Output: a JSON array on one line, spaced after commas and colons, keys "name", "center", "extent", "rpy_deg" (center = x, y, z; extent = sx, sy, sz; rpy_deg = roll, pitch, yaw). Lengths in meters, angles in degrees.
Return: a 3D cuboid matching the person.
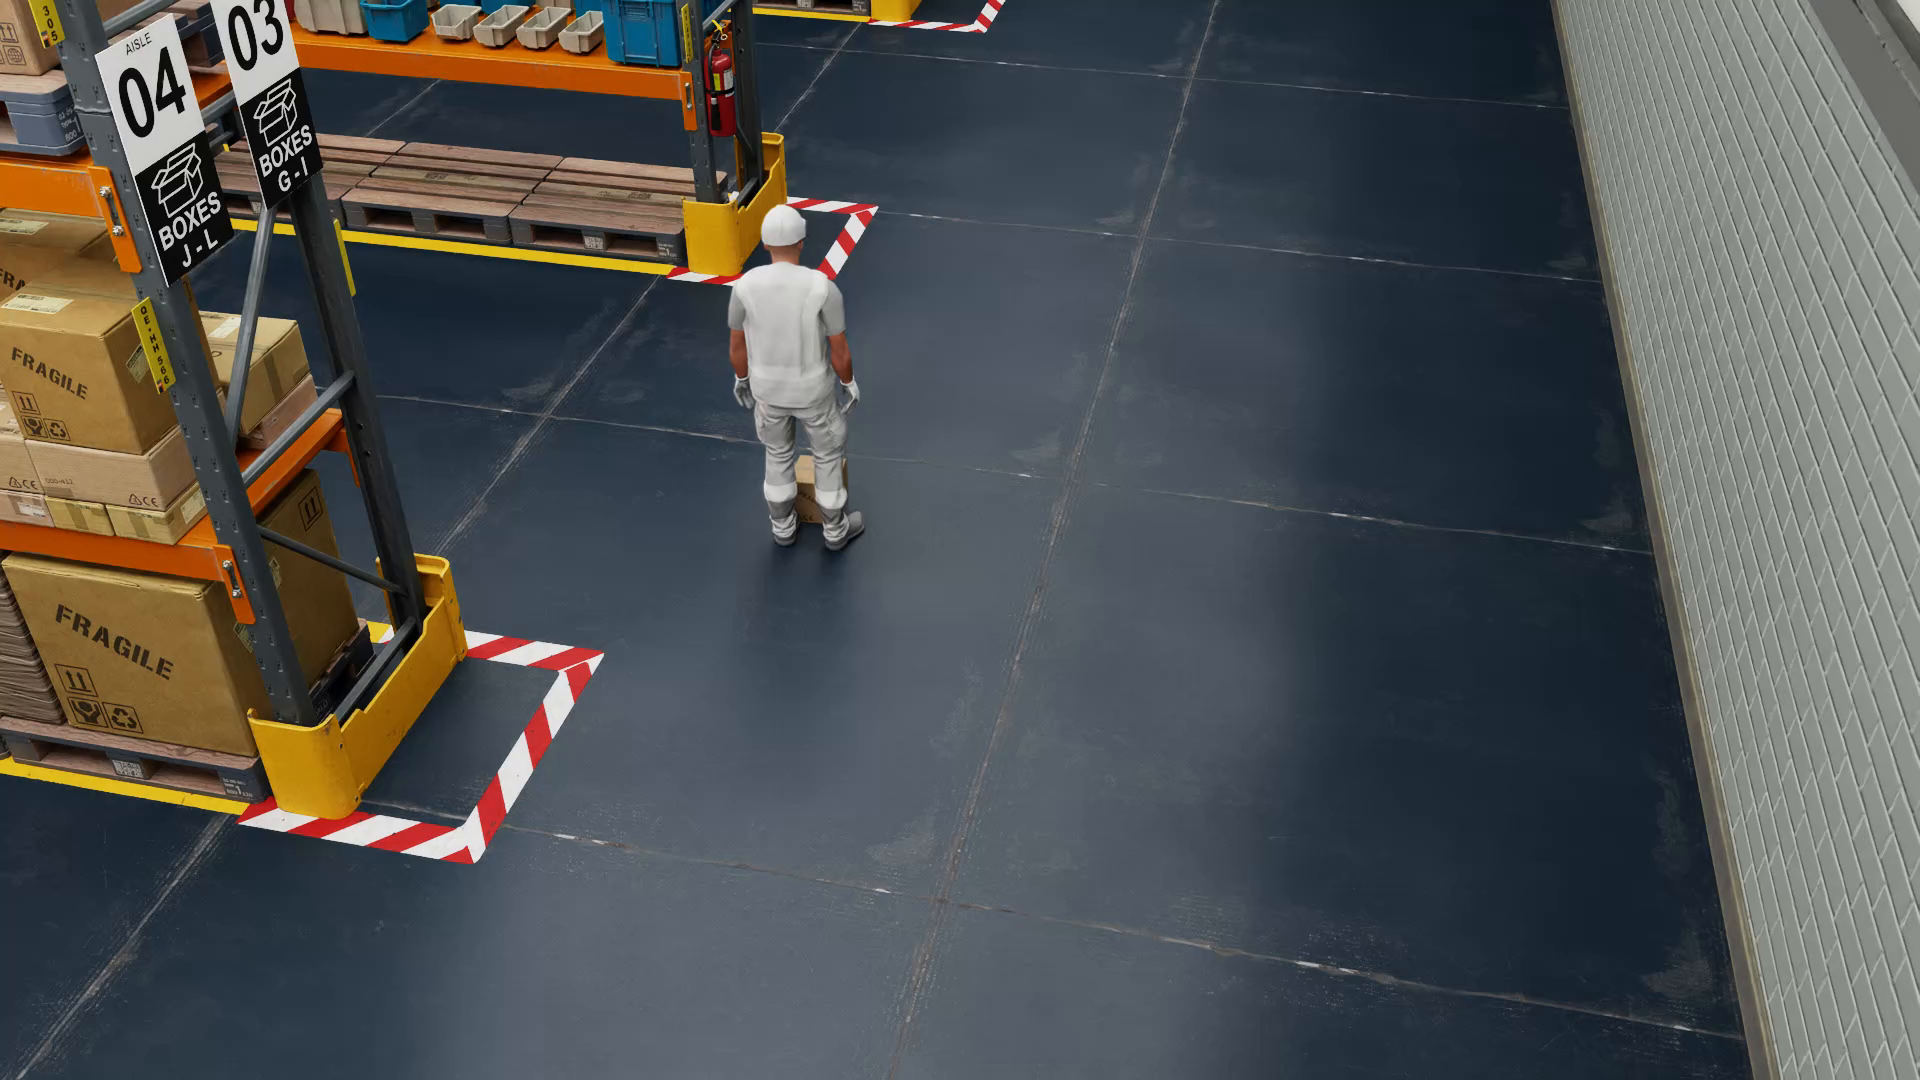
[{"name": "person", "center": [-0.788, -0.745, 7.969], "extent": [0.615, 1.778, 0.453], "rpy_deg": [5, 37, 7]}]
